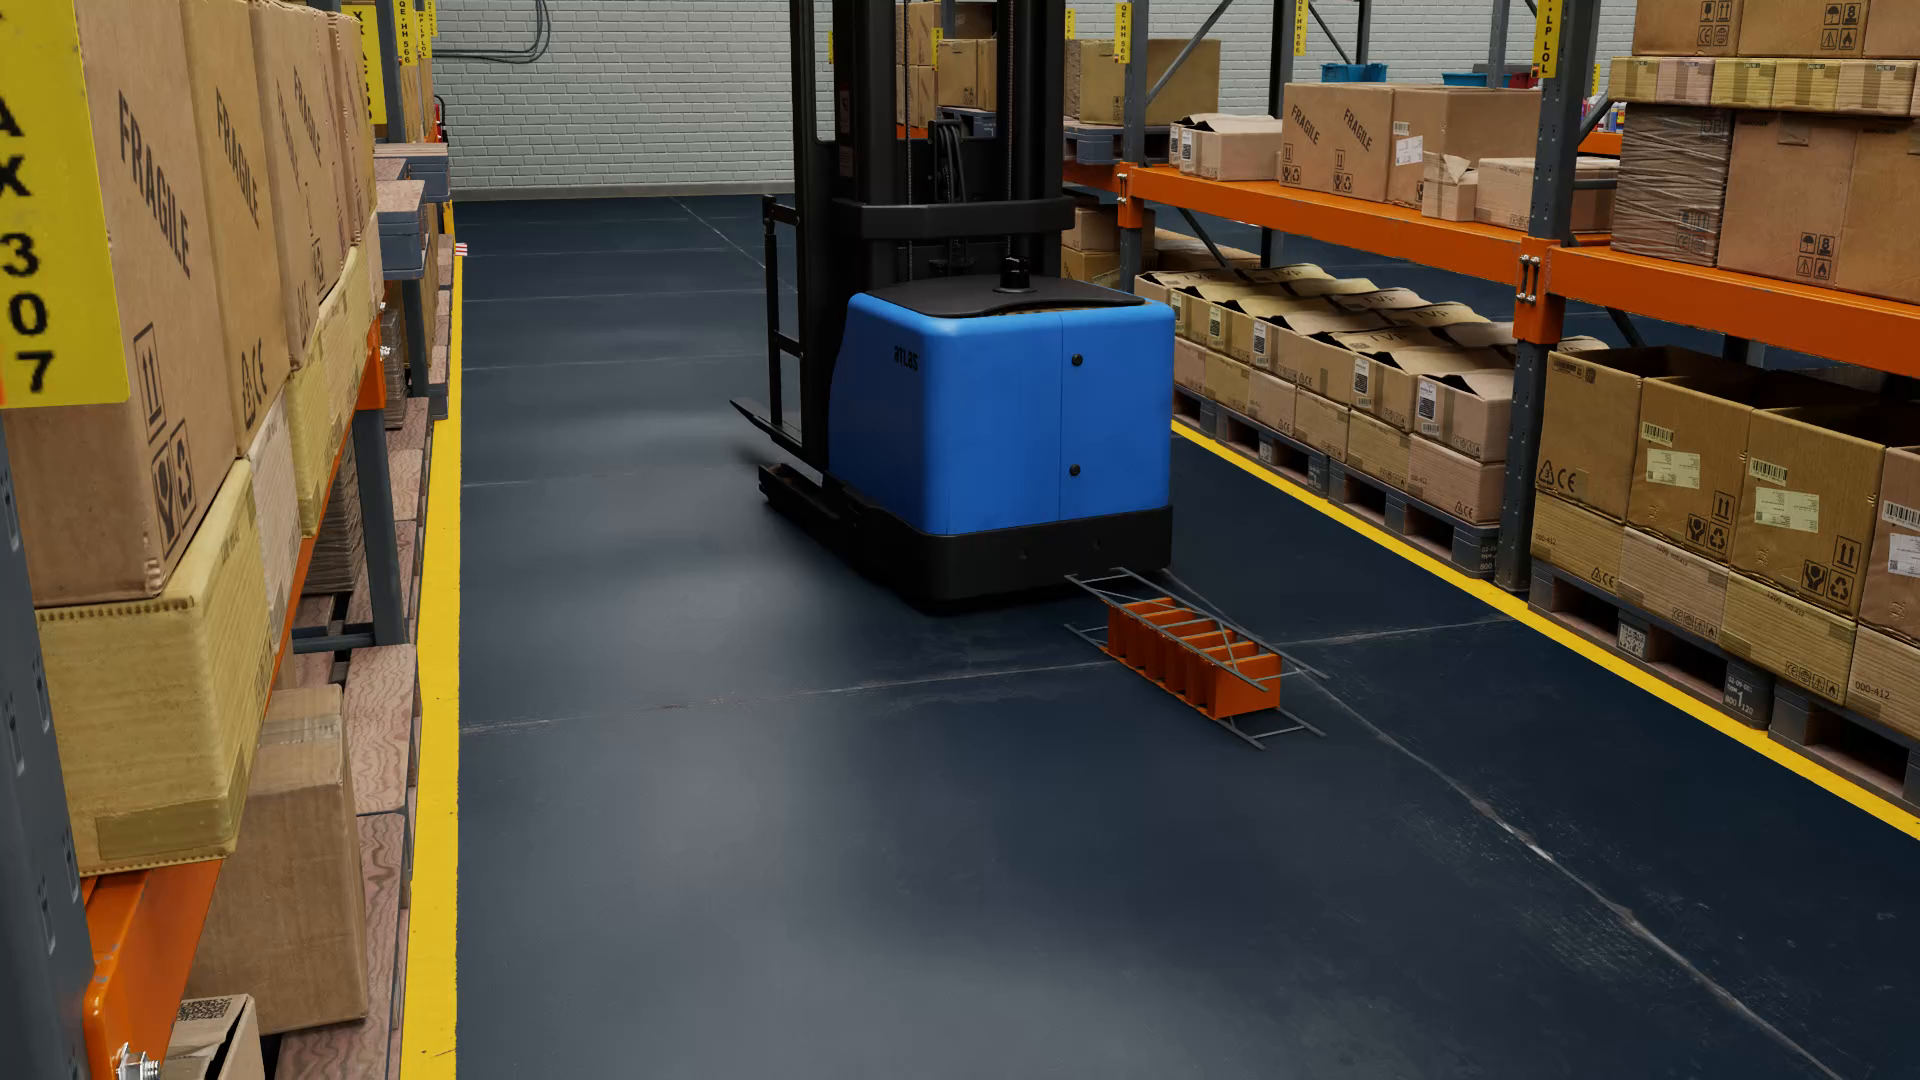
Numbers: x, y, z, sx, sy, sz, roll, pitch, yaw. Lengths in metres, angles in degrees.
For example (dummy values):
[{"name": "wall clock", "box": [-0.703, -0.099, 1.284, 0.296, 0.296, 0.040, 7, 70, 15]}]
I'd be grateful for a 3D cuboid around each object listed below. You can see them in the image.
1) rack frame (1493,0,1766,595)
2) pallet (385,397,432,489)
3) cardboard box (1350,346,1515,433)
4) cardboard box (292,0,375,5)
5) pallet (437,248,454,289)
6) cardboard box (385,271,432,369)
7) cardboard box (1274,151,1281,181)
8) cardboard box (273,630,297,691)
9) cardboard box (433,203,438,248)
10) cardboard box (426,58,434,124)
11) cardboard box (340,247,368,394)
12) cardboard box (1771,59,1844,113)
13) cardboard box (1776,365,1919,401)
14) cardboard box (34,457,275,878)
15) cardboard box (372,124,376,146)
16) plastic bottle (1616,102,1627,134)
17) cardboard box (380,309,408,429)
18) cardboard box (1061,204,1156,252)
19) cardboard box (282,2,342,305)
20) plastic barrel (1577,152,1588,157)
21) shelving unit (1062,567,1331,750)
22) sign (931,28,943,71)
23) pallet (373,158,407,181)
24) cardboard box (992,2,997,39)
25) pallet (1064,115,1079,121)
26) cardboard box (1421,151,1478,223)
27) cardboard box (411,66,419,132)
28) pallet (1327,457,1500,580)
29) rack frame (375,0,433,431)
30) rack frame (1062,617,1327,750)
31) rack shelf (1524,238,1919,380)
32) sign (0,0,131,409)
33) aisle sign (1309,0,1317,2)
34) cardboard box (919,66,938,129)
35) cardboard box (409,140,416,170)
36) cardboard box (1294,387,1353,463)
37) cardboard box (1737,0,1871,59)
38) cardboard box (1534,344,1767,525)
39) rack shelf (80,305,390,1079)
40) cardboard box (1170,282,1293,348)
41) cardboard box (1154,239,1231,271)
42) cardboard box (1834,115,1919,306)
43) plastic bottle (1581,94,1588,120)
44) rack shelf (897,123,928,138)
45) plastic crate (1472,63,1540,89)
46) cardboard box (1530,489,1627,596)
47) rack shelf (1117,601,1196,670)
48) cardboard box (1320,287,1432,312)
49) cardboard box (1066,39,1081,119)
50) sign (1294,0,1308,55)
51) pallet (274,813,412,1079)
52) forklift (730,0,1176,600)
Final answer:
[{"name": "rack frame", "box": [2.541, -1.286, 6.019, 1.000, 3.000, 0.127, -5, 17, -15]}, {"name": "pallet", "box": [-3.107, -0.448, 8.076, 1.003, 0.211, 1.213, -5, 17, -15]}, {"name": "cardboard box", "box": [2.005, -0.671, 7.048, 0.500, 0.311, 0.500, -4, 17, -14]}, {"name": "cardboard box", "box": [-3.205, -2.713, 8.739, 0.500, 0.250, 0.500, -4, 17, -14]}, {"name": "pallet", "box": [-4.892, -2.325, 14.326, 1.003, 0.211, 1.213, -5, 17, -15]}, {"name": "cardboard box", "box": [-3.396, -1.385, 9.355, 0.750, 0.750, 0.750, -5, 17, -16]}, {"name": "cardboard box", "box": [1.847, -1.924, 8.579, 0.380, 0.149, 0.250, -3, 17, -11]}, {"name": "cardboard box", "box": [-1.897, 0.377, 4.062, 0.500, 0.500, 0.500, -6, 18, -19]}, {"name": "cardboard box", "box": [-5.092, -2.892, 14.982, 0.700, 0.500, 0.500, -5, 17, -15]}, {"name": "cardboard box", "box": [-5.158, -4.015, 14.584, 0.980, 0.700, 0.700, -5, 17, -16]}, {"name": "cardboard box", "box": [-1.517, -0.447, 3.454, 0.500, 0.250, 0.500, -5, 17, -16]}, {"name": "cardboard box", "box": [2.644, -1.342, 4.903, 0.380, 0.149, 0.250, -5, 17, -16]}, {"name": "cardboard box", "box": [3.005, -0.279, 5.413, 0.500, 0.500, 0.500, -5, 17, -15]}, {"name": "cardboard box", "box": [-0.950, 0.115, 1.580, 0.500, 0.250, 0.500, -5, 17, -17]}, {"name": "cardboard box", "box": [-3.181, -2.129, 7.887, 0.700, 0.500, 0.500, -7, 18, -22]}, {"name": "plastic bottle", "box": [5.191, -3.315, 12.997, 0.097, 0.271, 0.097, 0, 17, 0]}, {"name": "cardboard box", "box": [-3.072, -0.818, 8.042, 0.700, 0.500, 0.500, -4, 17, -14]}, {"name": "cardboard box", "box": [0.940, -2.020, 10.741, 0.500, 0.250, 0.500, -4, 17, -13]}, {"name": "cardboard box", "box": [-1.379, -0.662, 2.865, 0.500, 0.500, 0.500, -4, 17, -14]}, {"name": "plastic barrel", "box": [5.239, -2.934, 14.422, 0.600, 0.901, 0.708, -5, 17, -15]}, {"name": "shelving unit", "box": [0.732, 0.357, 5.426, 0.258, 0.189, 1.200, -8, 18, -24]}, {"name": "sign", "box": [-0.177, -3.868, 13.111, 0.100, 0.325, 0.005, -5, 17, -15]}, {"name": "pallet", "box": [-2.737, -1.363, 6.610, 1.003, 0.211, 1.213, -5, 17, -15]}, {"name": "cardboard box", "box": [0.484, -4.178, 13.735, 0.500, 0.500, 0.500, -4, 17, -14]}, {"name": "pallet", "box": [0.903, -2.838, 11.519, 1.003, 0.211, 1.213, -5, 17, -15]}, {"name": "cardboard box", "box": [2.123, -1.450, 6.799, 0.396, 0.266, 0.258, -5, 17, -17]}, {"name": "cardboard box", "box": [-3.478, -2.637, 9.791, 0.500, 0.500, 0.500, -5, 17, -16]}, {"name": "pallet", "box": [2.301, -0.151, 7.088, 1.003, 0.211, 1.213, -5, 17, -15]}, {"name": "rack frame", "box": [-3.320, -2.000, 8.395, 1.000, 3.000, 0.127, -5, 17, -15]}, {"name": "rack frame", "box": [0.732, 0.445, 5.452, 0.240, 0.006, 1.200, -8, 18, -24]}, {"name": "rack shelf", "box": [3.091, -0.388, 4.280, 1.077, 0.370, 4.000, -5, 17, -15]}, {"name": "sign", "box": [-0.600, -0.244, 1.046, 0.100, 0.325, 0.005, -5, 17, -15]}, {"name": "aisle sign", "box": [3.702, -6.237, 17.983, 0.394, 0.787, 0.004, -5, 17, -15]}, {"name": "cardboard box", "box": [-0.041, -3.665, 13.764, 0.500, 0.500, 0.500, -4, 17, -14]}, {"name": "cardboard box", "box": [-3.240, -2.149, 9.293, 0.380, 0.149, 0.250, -4, 17, -14]}, {"name": "cardboard box", "box": [1.870, -0.543, 7.597, 0.500, 0.250, 0.500, -4, 17, -14]}, {"name": "cardboard box", "box": [2.809, -1.693, 4.946, 0.700, 0.500, 0.500, -5, 17, -15]}, {"name": "cardboard box", "box": [2.368, -0.376, 5.736, 0.500, 0.500, 0.500, -5, 17, -15]}, {"name": "rack shelf", "box": [-1.671, 0.005, 2.973, 1.077, 0.370, 4.000, -5, 17, -15]}, {"name": "cardboard box", "box": [1.456, -1.232, 8.915, 0.500, 0.311, 0.500, -5, 17, -17]}, {"name": "cardboard box", "box": [1.442, -1.699, 10.973, 0.500, 0.500, 0.500, -5, 18, -17]}, {"name": "cardboard box", "box": [2.954, -0.927, 4.650, 0.700, 0.500, 0.500, -4, 17, -14]}, {"name": "plastic bottle", "box": [5.041, -3.453, 13.435, 0.061, 0.283, 0.133, -5, 17, -15]}, {"name": "rack shelf", "box": [-0.207, -3.707, 15.331, 1.077, 0.370, 4.000, -5, 17, -15]}, {"name": "plastic crate", "box": [5.102, -4.215, 15.556, 0.402, 0.464, 0.583, -5, 17, -15]}, {"name": "cardboard box", "box": [2.377, -0.018, 5.847, 0.500, 0.250, 0.500, -5, 17, -15]}, {"name": "rack shelf", "box": [0.661, 0.315, 5.568, 0.258, 0.180, 0.103, -8, 18, -24]}, {"name": "cardboard box", "box": [2.108, -1.137, 8.597, 0.500, 0.311, 0.500, -5, 17, -16]}, {"name": "cardboard box", "box": [1.093, -3.075, 11.070, 0.700, 0.500, 0.500, -1, 17, -5]}, {"name": "sign", "box": [1.975, -2.992, 9.685, 0.100, 0.325, 0.005, -5, 17, -15]}, {"name": "pallet", "box": [-1.663, 0.963, 3.378, 1.003, 0.211, 1.213, -5, 17, -15]}, {"name": "forklift", "box": [-0.259, -1.567, 7.074, 1.130, 2.935, 3.031, -7, 18, -23]}]
